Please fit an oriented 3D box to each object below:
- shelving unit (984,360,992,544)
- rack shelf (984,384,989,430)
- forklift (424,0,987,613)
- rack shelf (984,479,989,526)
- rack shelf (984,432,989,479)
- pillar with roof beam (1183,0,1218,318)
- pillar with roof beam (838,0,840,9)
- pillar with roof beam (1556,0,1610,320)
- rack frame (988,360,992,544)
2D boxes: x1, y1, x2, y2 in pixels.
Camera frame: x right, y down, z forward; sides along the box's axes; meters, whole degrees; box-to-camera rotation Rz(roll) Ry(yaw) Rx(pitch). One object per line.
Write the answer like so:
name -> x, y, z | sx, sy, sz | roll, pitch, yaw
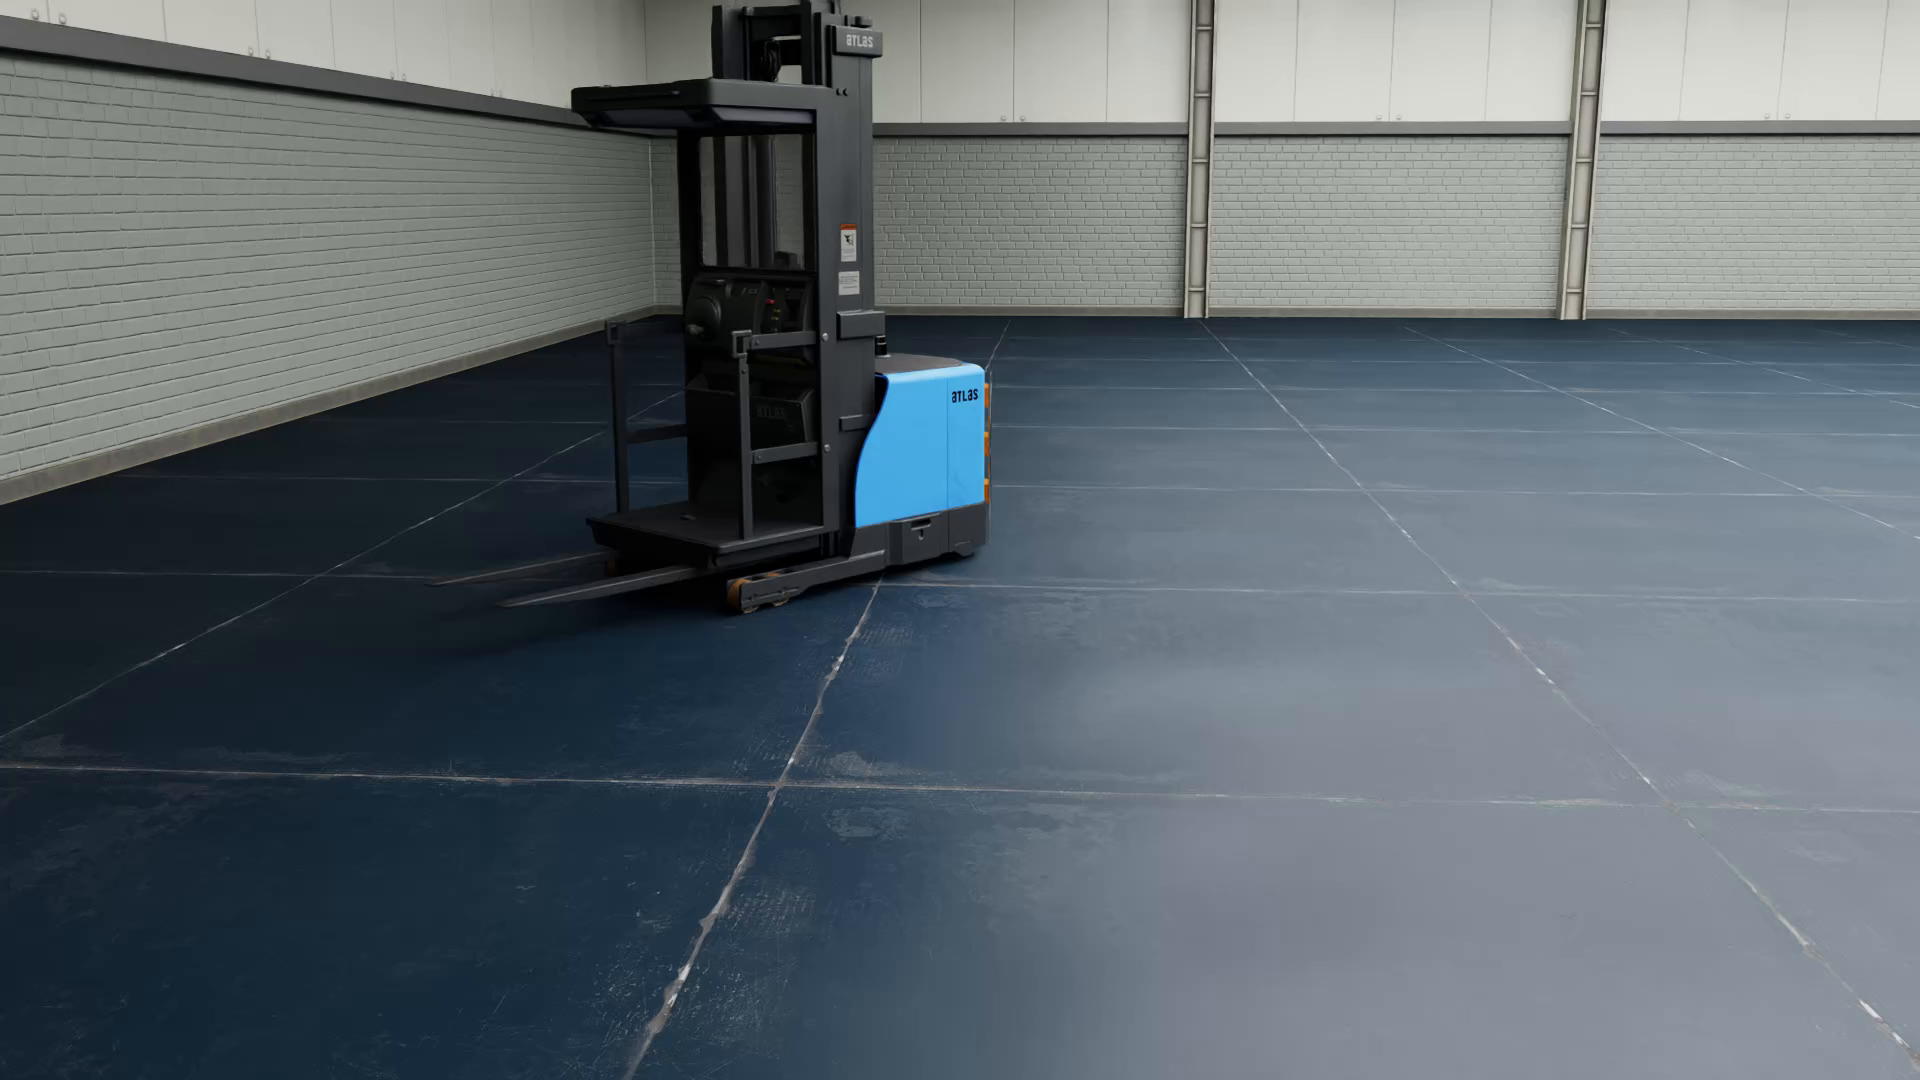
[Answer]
shelving unit -> 0.053, -0.513, 9.657 | 0.252, 1.050, 0.215 | 1, 12, 4
rack shelf -> 0.053, -0.781, 9.601 | 0.240, 0.259, 0.215 | 1, 12, 4
forklift -> -1.218, -1.197, 8.333 | 1.130, 2.935, 3.031 | 11, 16, 42
rack shelf -> 0.053, -0.231, 9.716 | 0.240, 0.259, 0.215 | 1, 12, 4
rack shelf -> 0.053, -0.503, 9.659 | 0.240, 0.259, 0.215 | 1, 12, 4
pillar with roof beam -> 3.565, -7.171, 22.073 | 0.400, 9.000, 9.100 | 1, 12, 4
pillar with roof beam -> -2.422, -7.253, 22.466 | 0.400, 9.000, 9.100 | 1, 12, 4
pillar with roof beam -> 9.552, -7.089, 21.681 | 0.400, 9.000, 9.100 | 1, 12, 4
rack frame -> 0.175, -0.511, 9.649 | 0.008, 1.050, 0.200 | 1, 12, 4
